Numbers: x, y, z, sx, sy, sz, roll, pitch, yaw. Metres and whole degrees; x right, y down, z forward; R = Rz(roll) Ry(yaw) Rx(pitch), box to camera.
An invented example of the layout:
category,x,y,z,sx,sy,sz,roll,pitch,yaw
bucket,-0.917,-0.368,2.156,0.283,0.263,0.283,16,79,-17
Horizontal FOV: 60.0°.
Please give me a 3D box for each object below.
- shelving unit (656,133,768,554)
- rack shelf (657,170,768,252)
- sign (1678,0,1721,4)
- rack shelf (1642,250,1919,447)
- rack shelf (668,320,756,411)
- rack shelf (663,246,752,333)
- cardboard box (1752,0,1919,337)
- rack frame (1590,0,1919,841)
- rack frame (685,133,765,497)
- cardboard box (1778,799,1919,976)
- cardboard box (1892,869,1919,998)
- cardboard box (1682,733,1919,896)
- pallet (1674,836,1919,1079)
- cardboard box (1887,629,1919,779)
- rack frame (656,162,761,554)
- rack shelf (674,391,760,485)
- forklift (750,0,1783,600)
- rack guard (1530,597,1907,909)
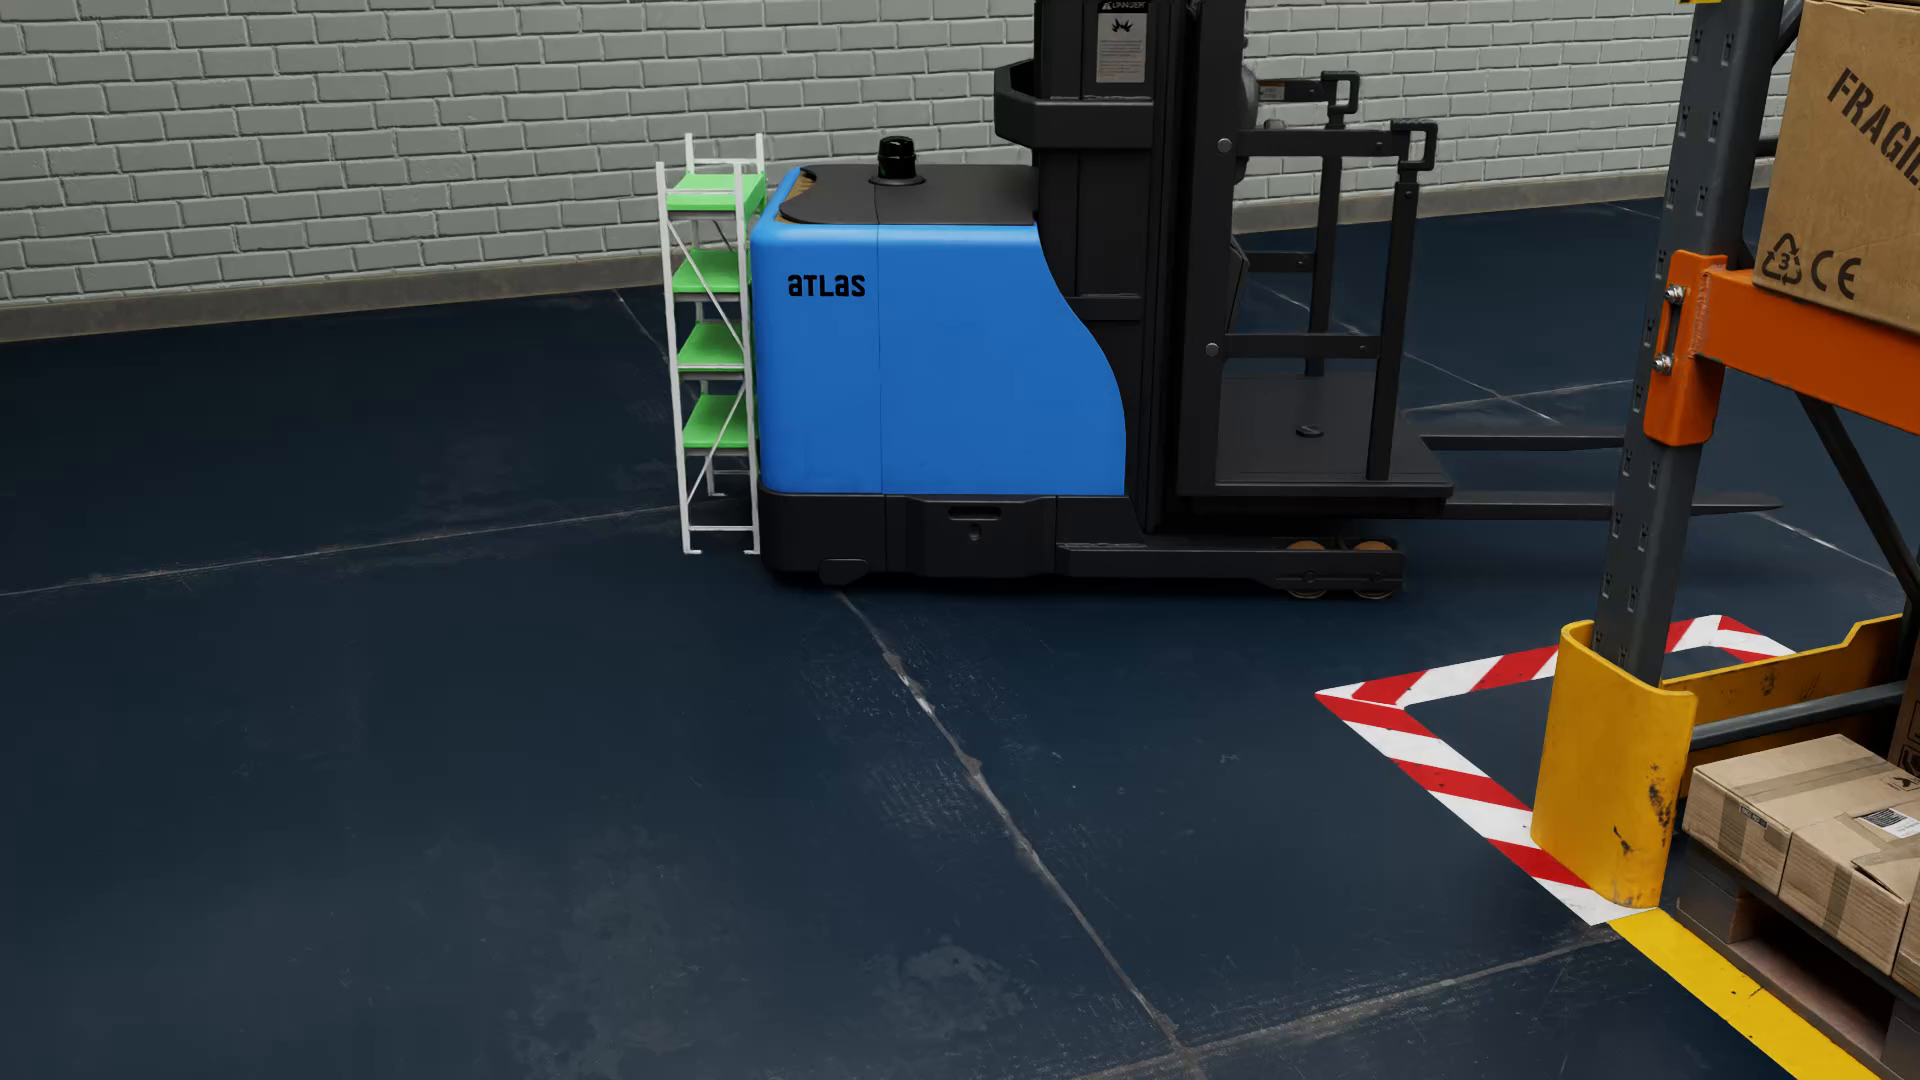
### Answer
category,x,y,z,sx,sy,sz,roll,pitch,yaw
shelving unit,-0.732,-0.607,5.145,0.258,1.200,0.503,0,23,1
rack shelf,-0.733,-0.991,4.983,0.258,0.148,0.480,0,23,1
sign,1.319,-1.106,2.898,0.100,0.325,0.005,-8,24,-19
rack shelf,2.533,0.276,1.658,1.077,0.370,4.000,-8,24,-19
rack shelf,-0.732,-0.548,5.170,0.258,0.148,0.480,0,23,1
rack shelf,-0.733,-0.769,5.077,0.258,0.148,0.480,0,23,1
cardboard box,1.737,-0.630,2.755,0.500,0.500,0.500,-8,24,-18
rack frame,1.827,-0.782,3.243,1.000,3.000,0.127,-8,24,-19
rack frame,-0.729,-0.702,5.370,0.240,1.200,0.015,0,23,1
cardboard box,1.742,0.611,3.019,0.380,0.166,0.250,-8,24,-19
cardboard box,1.930,0.701,2.699,0.500,0.250,0.500,-8,24,-19
cardboard box,1.653,0.529,3.238,0.380,0.149,0.250,-8,24,-19
pallet,2.136,0.821,3.032,1.003,0.211,1.213,-8,24,-19
cardboard box,2.249,0.331,3.254,0.500,0.500,0.500,-8,24,-19
rack frame,-0.736,-0.512,4.920,0.240,1.200,0.015,0,23,1
rack shelf,-0.732,-0.327,5.263,0.258,0.148,0.480,0,23,1
forklift,0.930,-1.386,4.766,3.031,2.935,1.130,0,23,1
rack guard,1.854,0.398,3.663,1.175,0.500,0.348,-8,24,-19
